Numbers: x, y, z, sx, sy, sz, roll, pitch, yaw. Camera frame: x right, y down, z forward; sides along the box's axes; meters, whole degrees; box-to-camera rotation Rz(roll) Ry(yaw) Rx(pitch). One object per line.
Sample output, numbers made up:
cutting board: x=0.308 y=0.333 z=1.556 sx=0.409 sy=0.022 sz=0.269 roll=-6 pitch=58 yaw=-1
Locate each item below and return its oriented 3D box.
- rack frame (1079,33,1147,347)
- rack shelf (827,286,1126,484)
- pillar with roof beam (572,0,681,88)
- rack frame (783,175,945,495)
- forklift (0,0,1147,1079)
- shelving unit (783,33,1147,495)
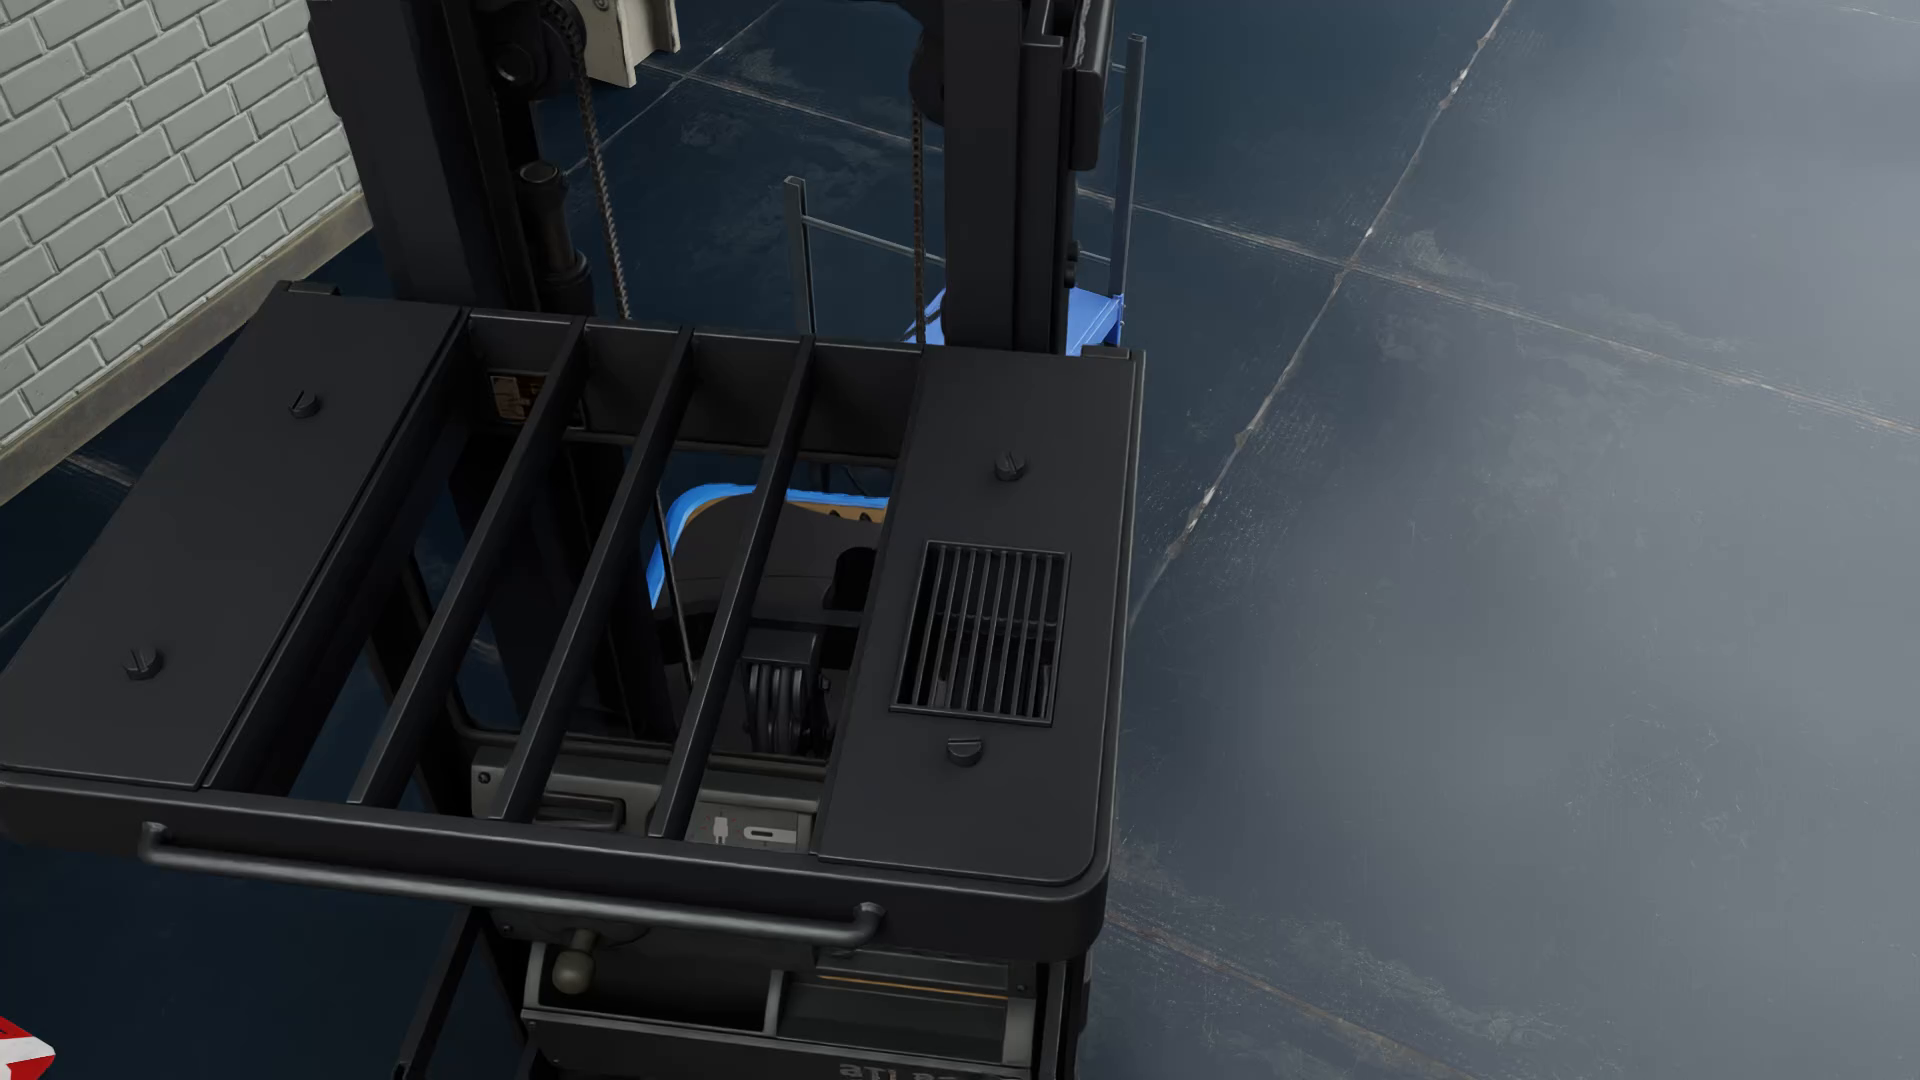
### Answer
rack frame: x=0.276 y=-0.901 z=5.086 sx=0.500 sy=1.500 sz=0.032 roll=20 pitch=49 yaw=19
rack shelf: x=0.040 y=-0.455 z=4.898 sx=0.538 sy=0.185 sz=1.000 roll=20 pitch=49 yaw=19
pillar with roof beam: x=2.342 y=-3.867 z=2.745 sx=9.100 sy=9.000 sz=0.400 roll=20 pitch=49 yaw=19
rack frame: x=-0.196 y=-0.261 z=4.453 sx=0.500 sy=1.500 sz=0.032 roll=20 pitch=49 yaw=19
forklift: x=-0.353 y=0.662 z=2.535 sx=1.130 sy=2.935 sz=3.031 roll=5 pitch=46 yaw=5
shelving unit: x=0.040 y=-0.581 z=4.770 sx=0.538 sy=1.500 sz=1.048 roll=20 pitch=49 yaw=19
